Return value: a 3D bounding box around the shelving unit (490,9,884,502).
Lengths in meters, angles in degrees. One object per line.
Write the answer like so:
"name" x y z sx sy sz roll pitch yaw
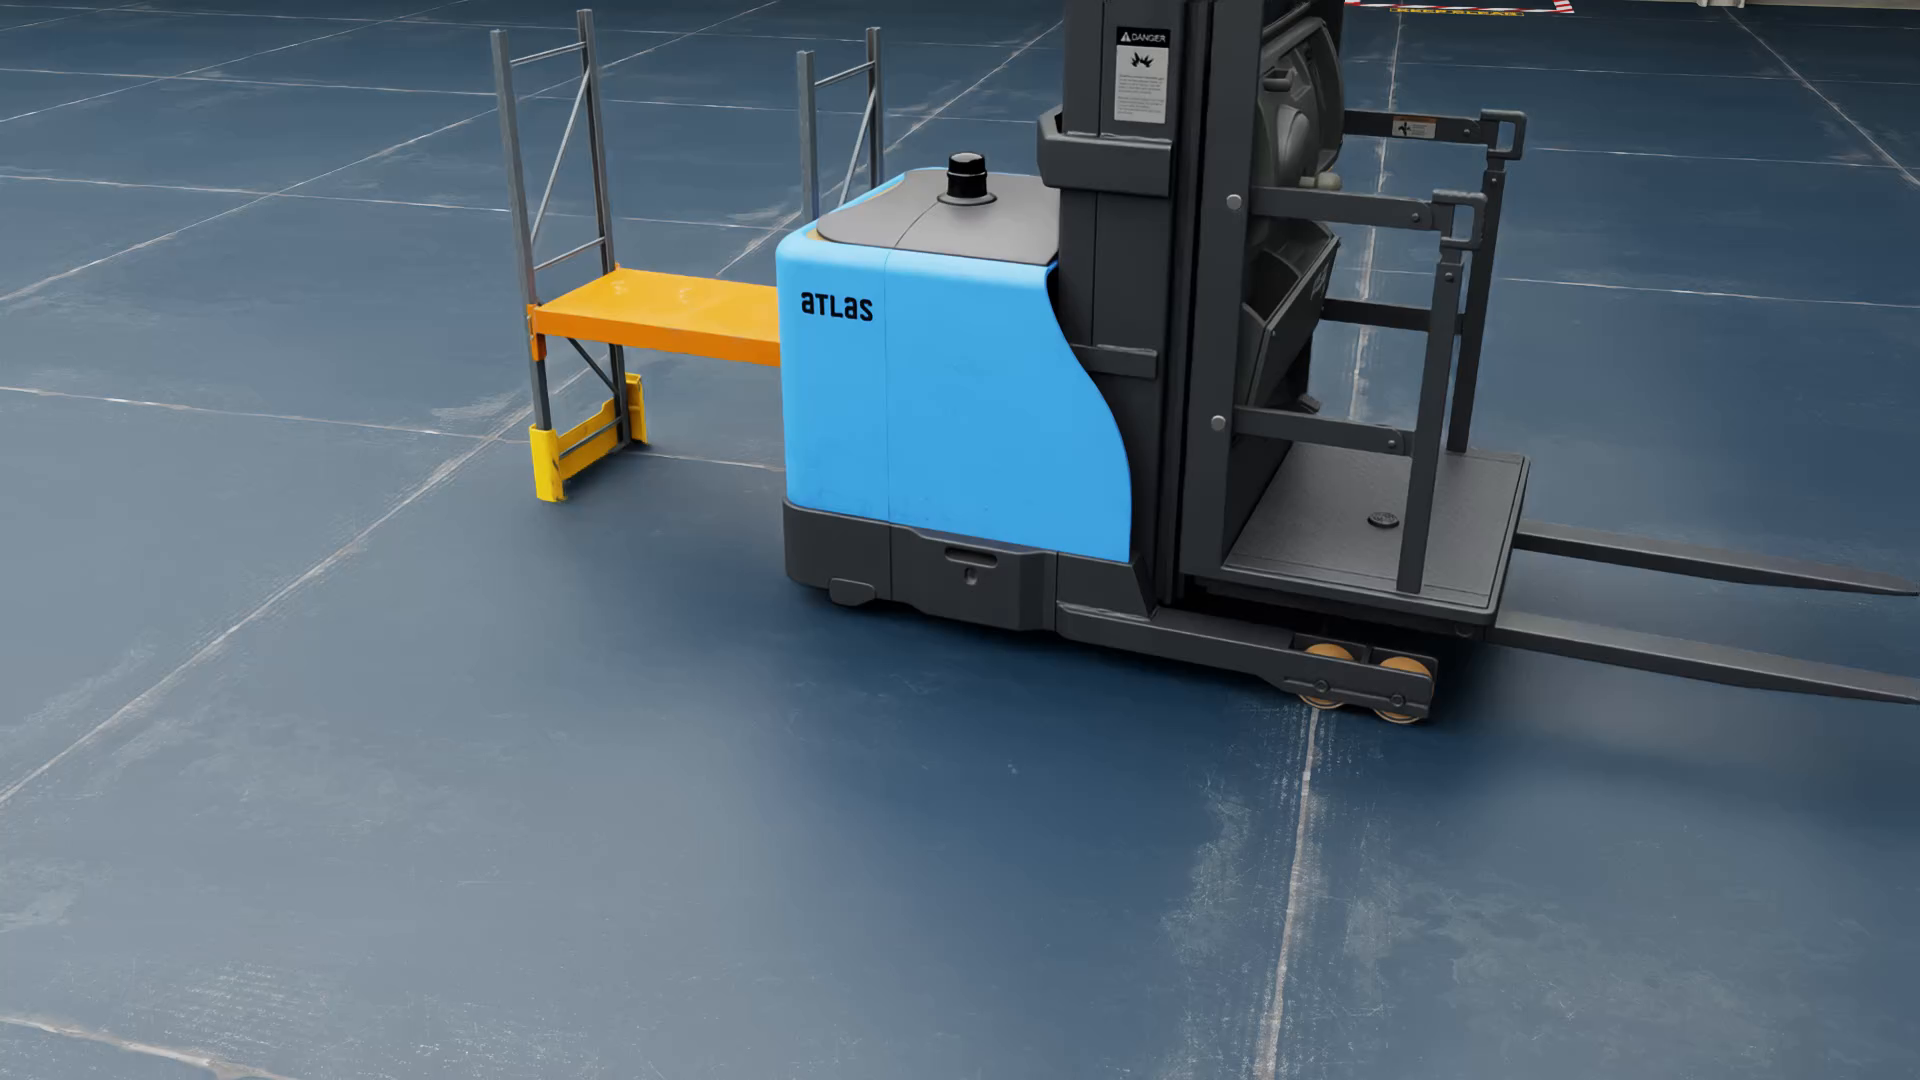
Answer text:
"shelving unit" -0.807 -0.845 5.280 1.083 1.500 0.587 10 27 20

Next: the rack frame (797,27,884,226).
"rack frame" -0.343 -0.765 5.112 0.032 1.500 0.500 10 27 20

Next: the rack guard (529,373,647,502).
"rack guard" -1.269 -0.360 5.716 0.087 0.250 0.587 10 27 20

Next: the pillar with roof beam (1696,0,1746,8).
"pillar with roof beam" 6.332 -7.485 10.503 0.400 9.000 9.100 6 26 13

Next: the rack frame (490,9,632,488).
"rack frame" -1.287 -0.928 5.454 0.032 1.500 0.500 10 27 20

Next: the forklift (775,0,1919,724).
"forklift" 1.056 -1.112 4.176 3.031 2.935 1.130 10 27 20

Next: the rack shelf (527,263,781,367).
"rack shelf" -0.815 -0.684 5.360 1.000 0.185 0.538 10 27 20
